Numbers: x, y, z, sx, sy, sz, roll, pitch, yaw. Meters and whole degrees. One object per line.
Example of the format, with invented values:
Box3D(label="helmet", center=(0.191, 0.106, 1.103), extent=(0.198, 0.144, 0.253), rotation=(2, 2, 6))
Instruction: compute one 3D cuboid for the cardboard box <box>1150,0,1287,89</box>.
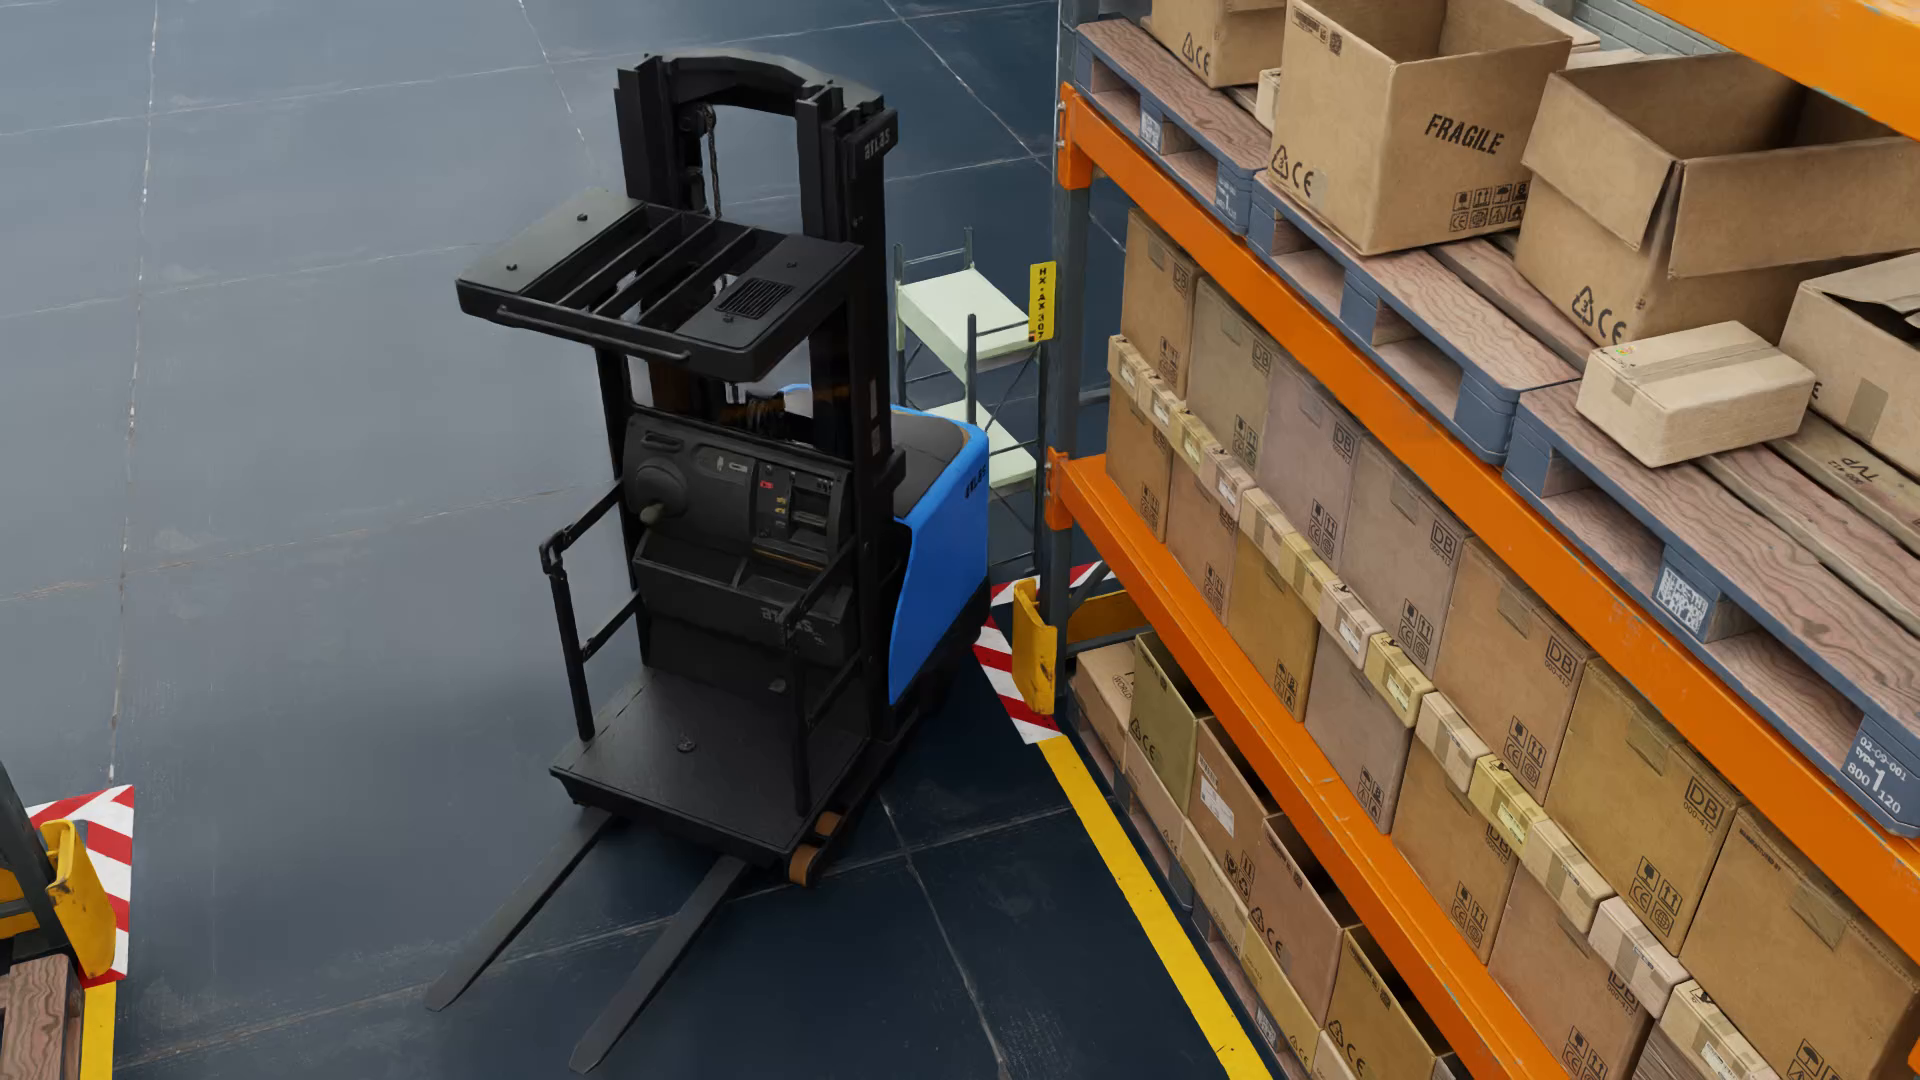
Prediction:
Box3D(label="cardboard box", center=(1.023, -1.760, 5.109), extent=(0.797, 0.503, 0.637), rotation=(-10, 38, -13))

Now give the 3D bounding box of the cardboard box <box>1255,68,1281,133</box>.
Box3D(label="cardboard box", center=(1.069, -1.243, 4.717), extent=(0.380, 0.149, 0.250), rotation=(-12, 39, -16))

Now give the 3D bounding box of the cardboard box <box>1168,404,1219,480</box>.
Box3D(label="cardboard box", center=(0.940, -0.365, 5.680), extent=(0.380, 0.149, 0.250), rotation=(-12, 39, -16))

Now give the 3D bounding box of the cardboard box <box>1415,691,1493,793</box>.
Box3D(label="cardboard box", center=(1.476, 0.511, 4.516), extent=(0.380, 0.149, 0.250), rotation=(-11, 38, -15))

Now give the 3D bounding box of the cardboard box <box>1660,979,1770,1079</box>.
Box3D(label="cardboard box", center=(1.828, 1.089, 3.750), extent=(0.380, 0.149, 0.250), rotation=(-13, 39, -17))

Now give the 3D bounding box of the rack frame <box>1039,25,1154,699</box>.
Box3D(label="rack frame", center=(0.830, -0.622, 6.644), extent=(1.000, 3.000, 0.127), rotation=(-12, 39, -16))

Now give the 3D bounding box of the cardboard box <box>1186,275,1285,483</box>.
Box3D(label="cardboard box", center=(1.182, -0.588, 5.437), extent=(0.700, 0.500, 0.500), rotation=(-13, 39, -17))

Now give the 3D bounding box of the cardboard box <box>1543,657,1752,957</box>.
Box3D(label="cardboard box", center=(1.872, 0.545, 3.933), extent=(0.700, 0.500, 0.500), rotation=(-13, 39, -16))

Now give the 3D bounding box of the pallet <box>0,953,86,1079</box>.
Box3D(label="pallet", center=(-3.478, 2.008, 5.469), extent=(1.003, 0.211, 1.213), rotation=(-12, 39, -16))

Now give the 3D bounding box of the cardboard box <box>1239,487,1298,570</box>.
Box3D(label="cardboard box", center=(1.119, -0.072, 5.291), extent=(0.380, 0.149, 0.250), rotation=(-14, 39, -17))

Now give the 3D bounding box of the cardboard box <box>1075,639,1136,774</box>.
Box3D(label="cardboard box", center=(0.805, 0.657, 6.881), extent=(0.500, 0.250, 0.500), rotation=(-12, 39, -16))

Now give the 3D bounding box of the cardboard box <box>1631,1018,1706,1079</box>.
Box3D(label="cardboard box", center=(2.047, 1.348, 3.945), extent=(0.700, 0.500, 0.500), rotation=(-13, 39, -17))

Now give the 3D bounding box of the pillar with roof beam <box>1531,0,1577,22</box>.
Box3D(label="pillar with roof beam", center=(0.426, -6.328, 9.232), extent=(9.100, 9.000, 0.400), rotation=(-12, 39, -16))

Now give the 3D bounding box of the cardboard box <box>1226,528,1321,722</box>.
Box3D(label="cardboard box", center=(1.329, 0.181, 5.493), extent=(0.700, 0.500, 0.500), rotation=(-12, 39, -16))

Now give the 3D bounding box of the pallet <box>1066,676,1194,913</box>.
Box3D(label="pallet", center=(1.132, 0.915, 6.921), extent=(1.003, 0.211, 1.213), rotation=(-12, 39, -16))

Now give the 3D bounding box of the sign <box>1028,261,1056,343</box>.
Box3D(label="sign", center=(0.306, -0.888, 6.211), extent=(0.100, 0.325, 0.005), rotation=(-12, 39, -16))

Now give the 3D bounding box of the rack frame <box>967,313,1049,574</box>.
Box3D(label="rack frame", center=(0.214, -0.410, 7.609), extent=(0.400, 1.500, 0.023), rotation=(-17, 40, -21))

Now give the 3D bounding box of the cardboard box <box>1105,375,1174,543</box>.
Box3D(label="cardboard box", center=(0.978, -0.396, 6.260), extent=(0.700, 0.500, 0.500), rotation=(-12, 39, -16))

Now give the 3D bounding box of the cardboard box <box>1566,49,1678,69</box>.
Box3D(label="cardboard box", center=(1.665, -1.099, 4.391), extent=(0.500, 0.311, 0.500), rotation=(-8, 38, -11))

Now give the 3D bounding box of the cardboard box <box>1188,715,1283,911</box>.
Box3D(label="cardboard box", center=(1.163, 0.919, 5.910), extent=(0.500, 0.500, 0.500), rotation=(-12, 39, -16))

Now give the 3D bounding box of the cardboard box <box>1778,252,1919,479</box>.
Box3D(label="cardboard box", center=(2.095, -0.393, 3.455), extent=(0.500, 0.311, 0.500), rotation=(-15, 39, -18))

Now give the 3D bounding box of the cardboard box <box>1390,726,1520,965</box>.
Box3D(label="cardboard box", center=(1.691, 0.767, 4.716), extent=(0.700, 0.500, 0.500), rotation=(-12, 39, -15))

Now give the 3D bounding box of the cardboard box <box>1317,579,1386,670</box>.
Box3D(label="cardboard box", center=(1.291, 0.213, 4.912), extent=(0.380, 0.149, 0.250), rotation=(-12, 39, -16))

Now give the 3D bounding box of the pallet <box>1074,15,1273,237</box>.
Box3D(label="pallet", center=(1.049, -1.380, 5.230), extent=(1.003, 0.211, 1.213), rotation=(-12, 39, -16))

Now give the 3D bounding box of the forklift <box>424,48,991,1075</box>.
Box3D(label="forklift", center=(-0.933, -0.115, 6.026), extent=(1.130, 2.935, 3.031), rotation=(15, 40, 19))

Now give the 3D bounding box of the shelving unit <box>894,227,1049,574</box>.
Box3D(label="shelving unit", center=(0.046, -0.606, 7.868), extent=(0.431, 1.500, 0.755), rotation=(-17, 40, -21))

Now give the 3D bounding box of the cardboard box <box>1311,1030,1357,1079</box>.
Box3D(label="cardboard box", center=(1.493, 1.787, 5.381), extent=(0.500, 0.250, 0.500), rotation=(-12, 39, -16))

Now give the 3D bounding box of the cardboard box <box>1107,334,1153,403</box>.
Box3D(label="cardboard box", center=(0.762, -0.655, 6.065), extent=(0.380, 0.149, 0.250), rotation=(-13, 39, -16))

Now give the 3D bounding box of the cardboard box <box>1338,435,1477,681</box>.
Box3D(label="cardboard box", center=(1.529, -0.021, 4.684), extent=(0.700, 0.500, 0.500), rotation=(-12, 39, -16))

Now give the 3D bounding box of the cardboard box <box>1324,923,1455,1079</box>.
Box3D(label="cardboard box", center=(1.505, 1.485, 5.159), extent=(0.500, 0.500, 0.500), rotation=(-12, 39, -16))

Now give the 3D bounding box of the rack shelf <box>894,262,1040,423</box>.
Box3D(label="rack shelf", center=(0.046, -0.918, 7.634), extent=(0.431, 0.370, 0.720), rotation=(-17, 40, -21))

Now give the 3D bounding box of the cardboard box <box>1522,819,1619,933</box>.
Box3D(label="cardboard box", center=(1.644, 0.793, 4.142), extent=(0.380, 0.149, 0.250), rotation=(-13, 39, -16))

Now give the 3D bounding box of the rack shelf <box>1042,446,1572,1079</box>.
Box3D(label="rack shelf", center=(1.518, 0.795, 5.360), extent=(1.077, 0.370, 4.000), rotation=(-12, 39, -16))

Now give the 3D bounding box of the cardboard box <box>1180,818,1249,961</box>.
Box3D(label="cardboard box", center=(1.152, 1.221, 6.132), extent=(0.500, 0.250, 0.500), rotation=(-12, 39, -16))

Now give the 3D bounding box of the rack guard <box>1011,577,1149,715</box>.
Box3D(label="rack guard", center=(0.821, 0.362, 7.414), extent=(1.175, 0.500, 0.348), rotation=(-12, 39, -16))
